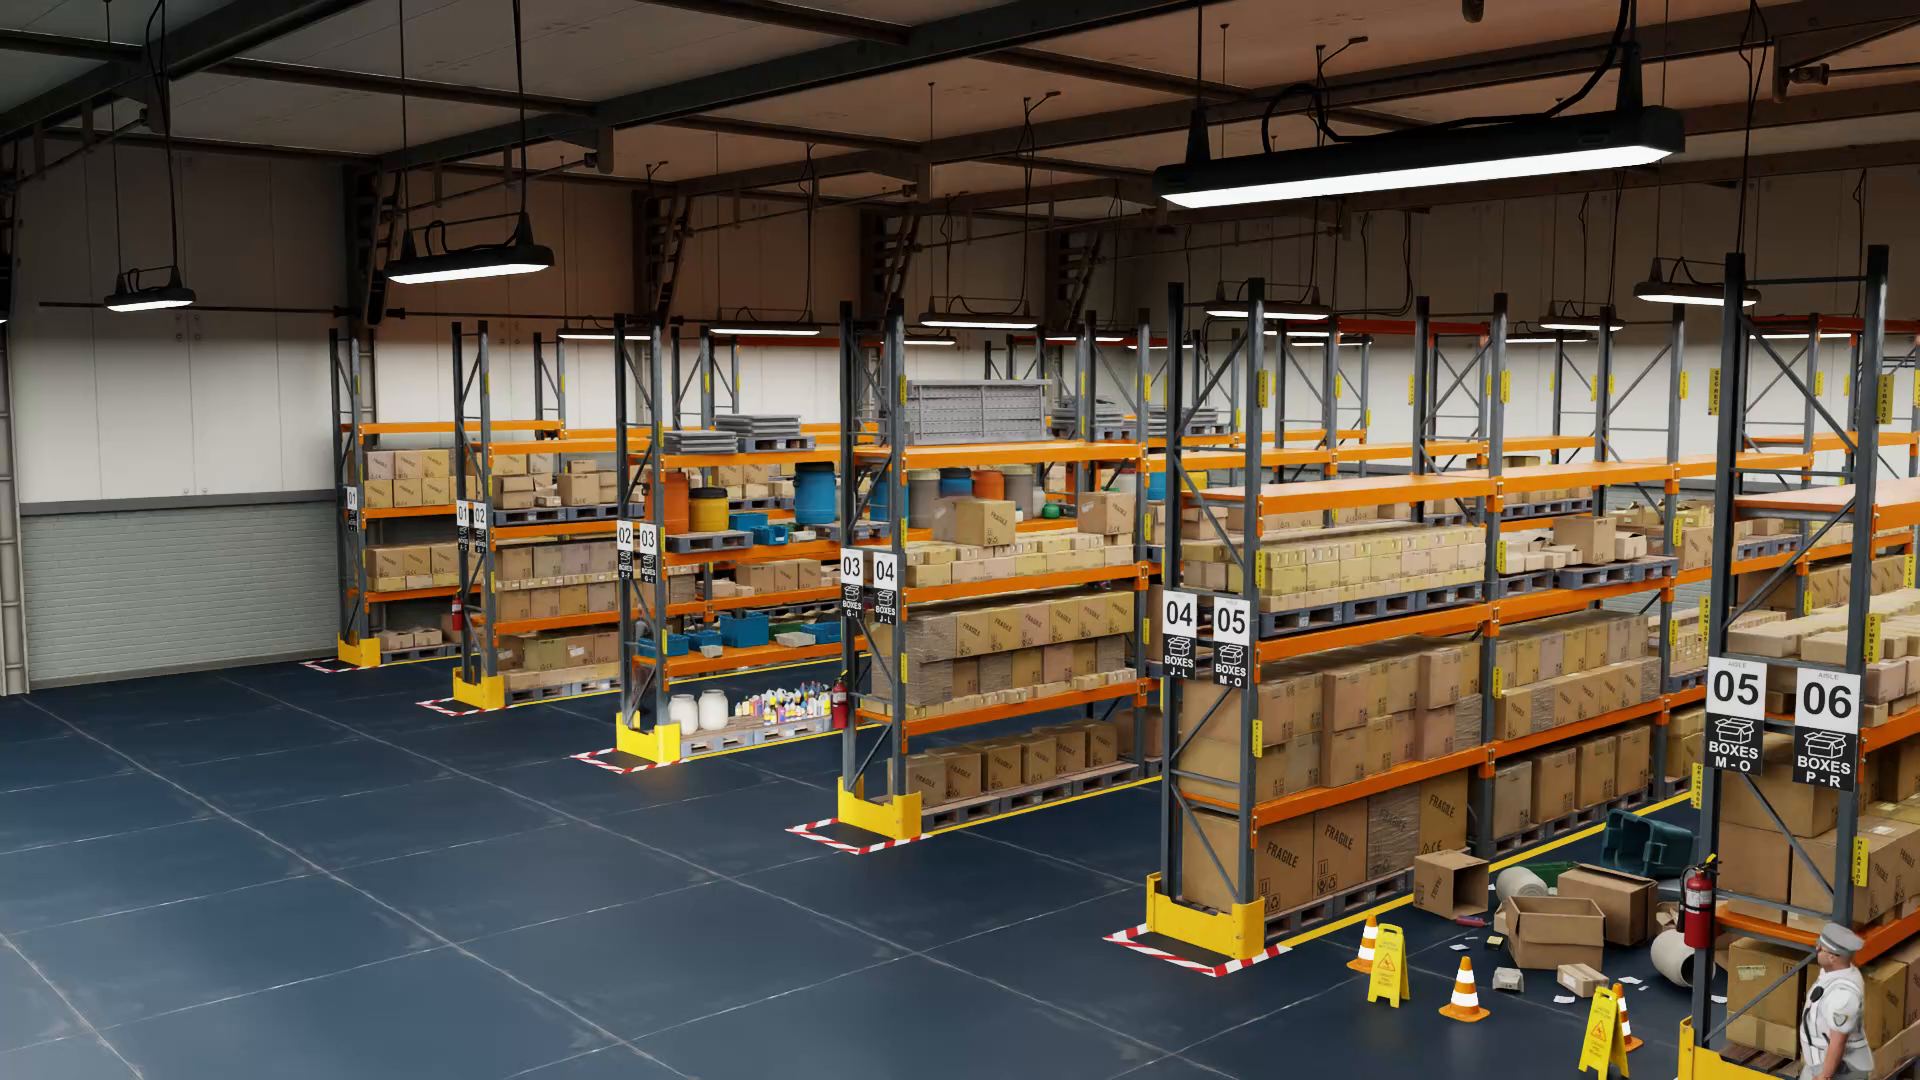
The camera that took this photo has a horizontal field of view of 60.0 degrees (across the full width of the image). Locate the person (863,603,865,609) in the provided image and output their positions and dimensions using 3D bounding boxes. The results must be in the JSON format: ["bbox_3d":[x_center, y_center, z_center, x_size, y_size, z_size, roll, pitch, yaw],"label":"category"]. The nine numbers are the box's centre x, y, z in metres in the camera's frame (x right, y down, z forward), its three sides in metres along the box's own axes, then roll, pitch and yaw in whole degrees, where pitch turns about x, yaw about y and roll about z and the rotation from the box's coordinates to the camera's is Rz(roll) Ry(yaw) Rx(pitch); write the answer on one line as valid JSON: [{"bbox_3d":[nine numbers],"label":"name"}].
[{"bbox_3d":[-2.168,0.922,34.729,0.857,1.601,0.484,-6,8,-44],"label":"person"}]

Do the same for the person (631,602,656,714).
[{"bbox_3d":[-4.845,1.803,25.334,0.478,1.710,0.576,-3,7,-31],"label":"person"}]

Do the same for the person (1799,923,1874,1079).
[{"bbox_3d":[5.497,3.251,10.331,0.536,1.760,0.535,2,6,19],"label":"person"}]
